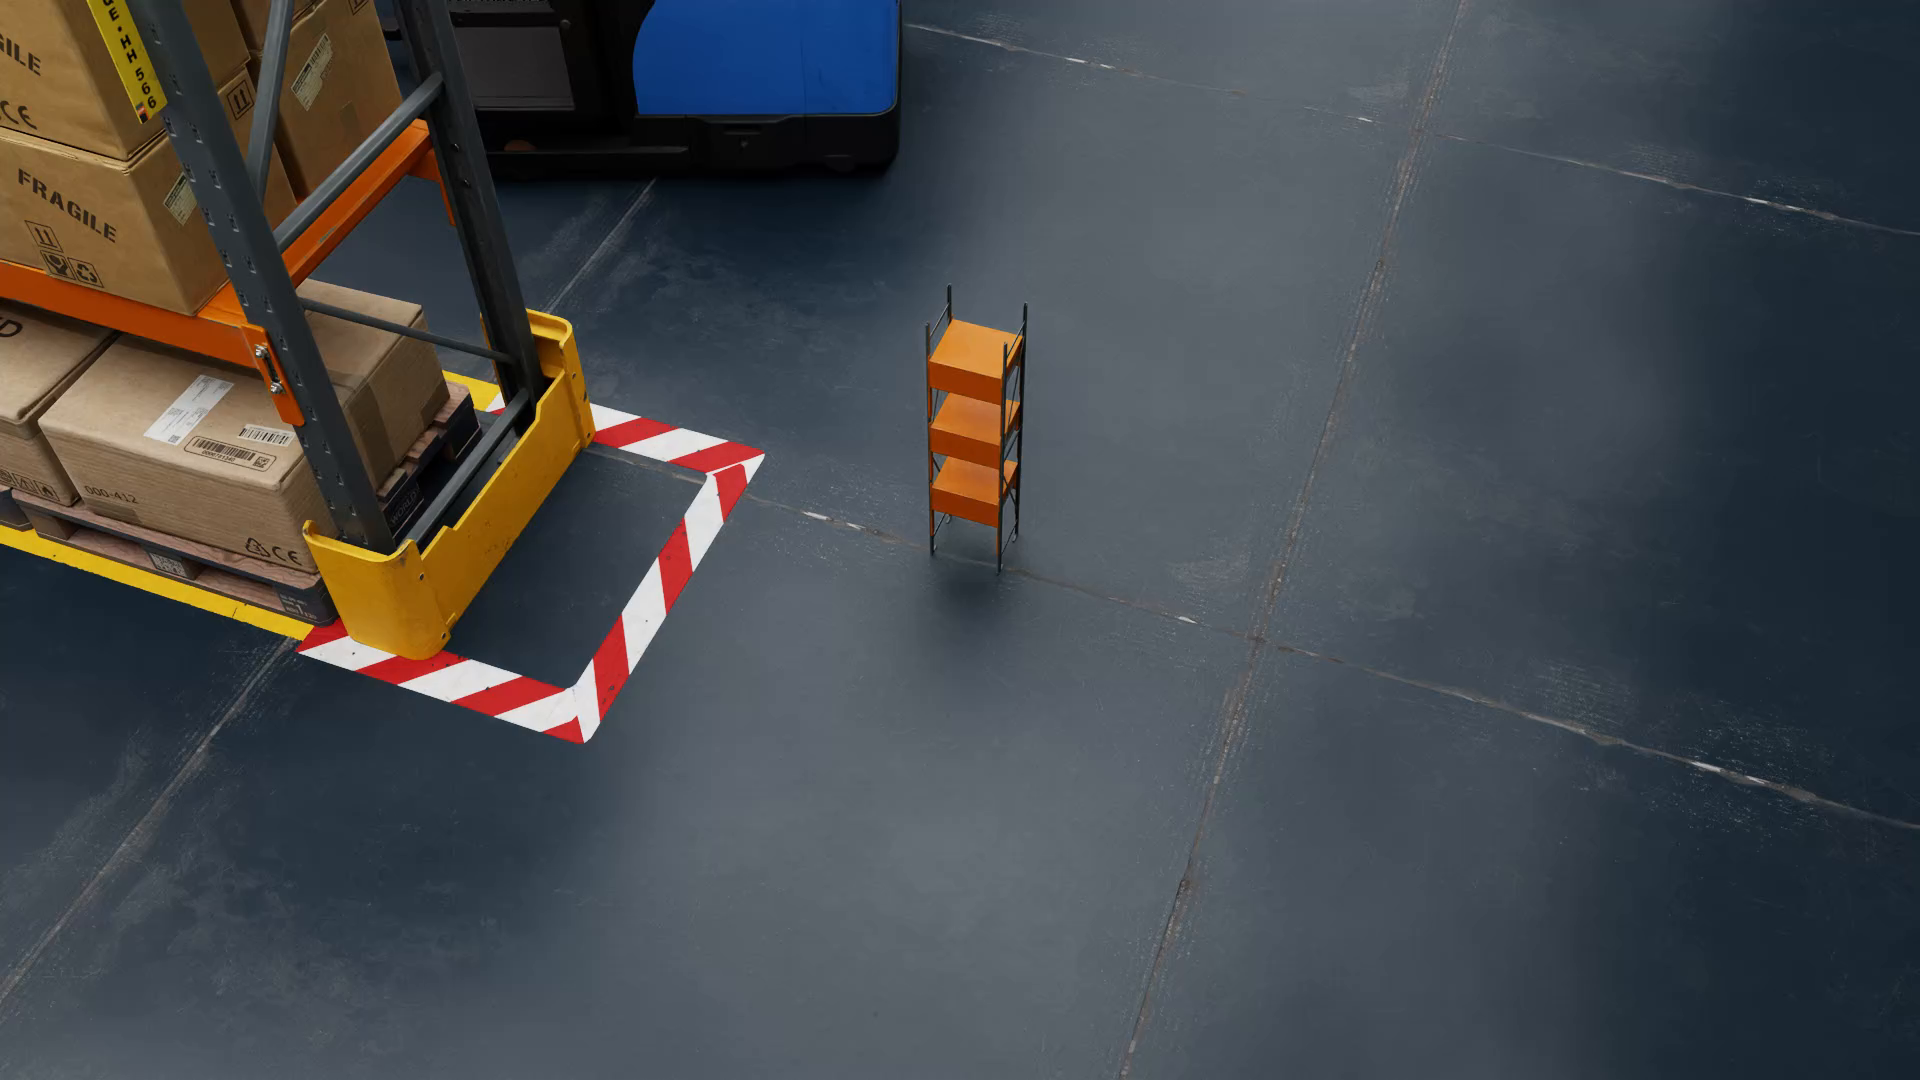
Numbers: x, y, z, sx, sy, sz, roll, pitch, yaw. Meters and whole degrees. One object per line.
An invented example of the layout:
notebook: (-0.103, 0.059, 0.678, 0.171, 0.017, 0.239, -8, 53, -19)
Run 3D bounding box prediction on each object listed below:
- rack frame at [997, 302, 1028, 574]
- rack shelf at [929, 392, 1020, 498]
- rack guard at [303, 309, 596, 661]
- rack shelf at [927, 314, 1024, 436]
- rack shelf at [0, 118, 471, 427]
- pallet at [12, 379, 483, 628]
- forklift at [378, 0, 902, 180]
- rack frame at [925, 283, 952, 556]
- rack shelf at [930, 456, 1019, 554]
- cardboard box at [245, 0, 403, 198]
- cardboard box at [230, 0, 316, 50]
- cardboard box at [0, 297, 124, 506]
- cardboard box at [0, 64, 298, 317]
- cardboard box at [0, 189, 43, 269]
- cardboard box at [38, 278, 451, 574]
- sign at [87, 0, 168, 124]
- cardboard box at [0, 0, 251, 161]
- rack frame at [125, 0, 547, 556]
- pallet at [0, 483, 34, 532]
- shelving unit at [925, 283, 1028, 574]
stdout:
rack frame: (0.165, -0.298, 5.313, 0.008, 1.050, 0.200, 16, 51, 13)
rack shelf: (0.050, -0.323, 5.349, 0.240, 0.259, 0.215, 16, 51, 13)
rack guard: (-1.679, -0.216, 5.606, 0.348, 0.500, 1.175, 16, 51, 13)
rack shelf: (0.050, -0.509, 5.135, 0.240, 0.259, 0.215, 16, 51, 13)
rack shelf: (-3.577, -1.329, 5.393, 4.000, 0.370, 1.077, 16, 51, 13)
pallet: (-2.478, -0.282, 5.854, 1.213, 0.211, 1.003, 16, 51, 13)
forklift: (-1.780, -2.892, 6.317, 3.031, 2.935, 1.130, 0, 49, 0)
rack frame: (-0.064, -0.362, 5.369, 0.008, 1.050, 0.200, 16, 51, 13)
rack shelf: (0.050, -0.141, 5.559, 0.240, 0.259, 0.215, 16, 51, 13)
cardboard box: (-2.052, -1.403, 4.915, 0.500, 0.500, 0.500, 15, 51, 13)
cardboard box: (-2.053, -1.729, 4.536, 0.500, 0.500, 0.500, 15, 51, 12)
cardboard box: (-3.216, -0.675, 5.768, 0.875, 0.438, 0.875, 17, 51, 14)
cardboard box: (-2.245, -1.012, 4.576, 0.500, 0.500, 0.500, 16, 51, 13)
cardboard box: (-2.711, -1.155, 4.700, 0.500, 0.500, 0.500, 15, 51, 12)
cardboard box: (-2.355, -0.441, 5.565, 0.875, 0.438, 0.875, 14, 51, 12)
sign: (-1.902, -1.117, 3.810, 0.005, 0.325, 0.100, 16, 51, 13)
cardboard box: (-2.236, -1.359, 4.215, 0.500, 0.500, 0.500, 17, 51, 14)
rack frame: (-1.701, -1.041, 4.667, 0.127, 3.000, 1.000, 16, 51, 13)
pallet: (-3.619, -0.602, 6.132, 1.213, 0.211, 1.003, 16, 51, 13)
shelving unit: (0.050, -0.330, 5.341, 0.252, 1.050, 0.215, 16, 51, 13)
